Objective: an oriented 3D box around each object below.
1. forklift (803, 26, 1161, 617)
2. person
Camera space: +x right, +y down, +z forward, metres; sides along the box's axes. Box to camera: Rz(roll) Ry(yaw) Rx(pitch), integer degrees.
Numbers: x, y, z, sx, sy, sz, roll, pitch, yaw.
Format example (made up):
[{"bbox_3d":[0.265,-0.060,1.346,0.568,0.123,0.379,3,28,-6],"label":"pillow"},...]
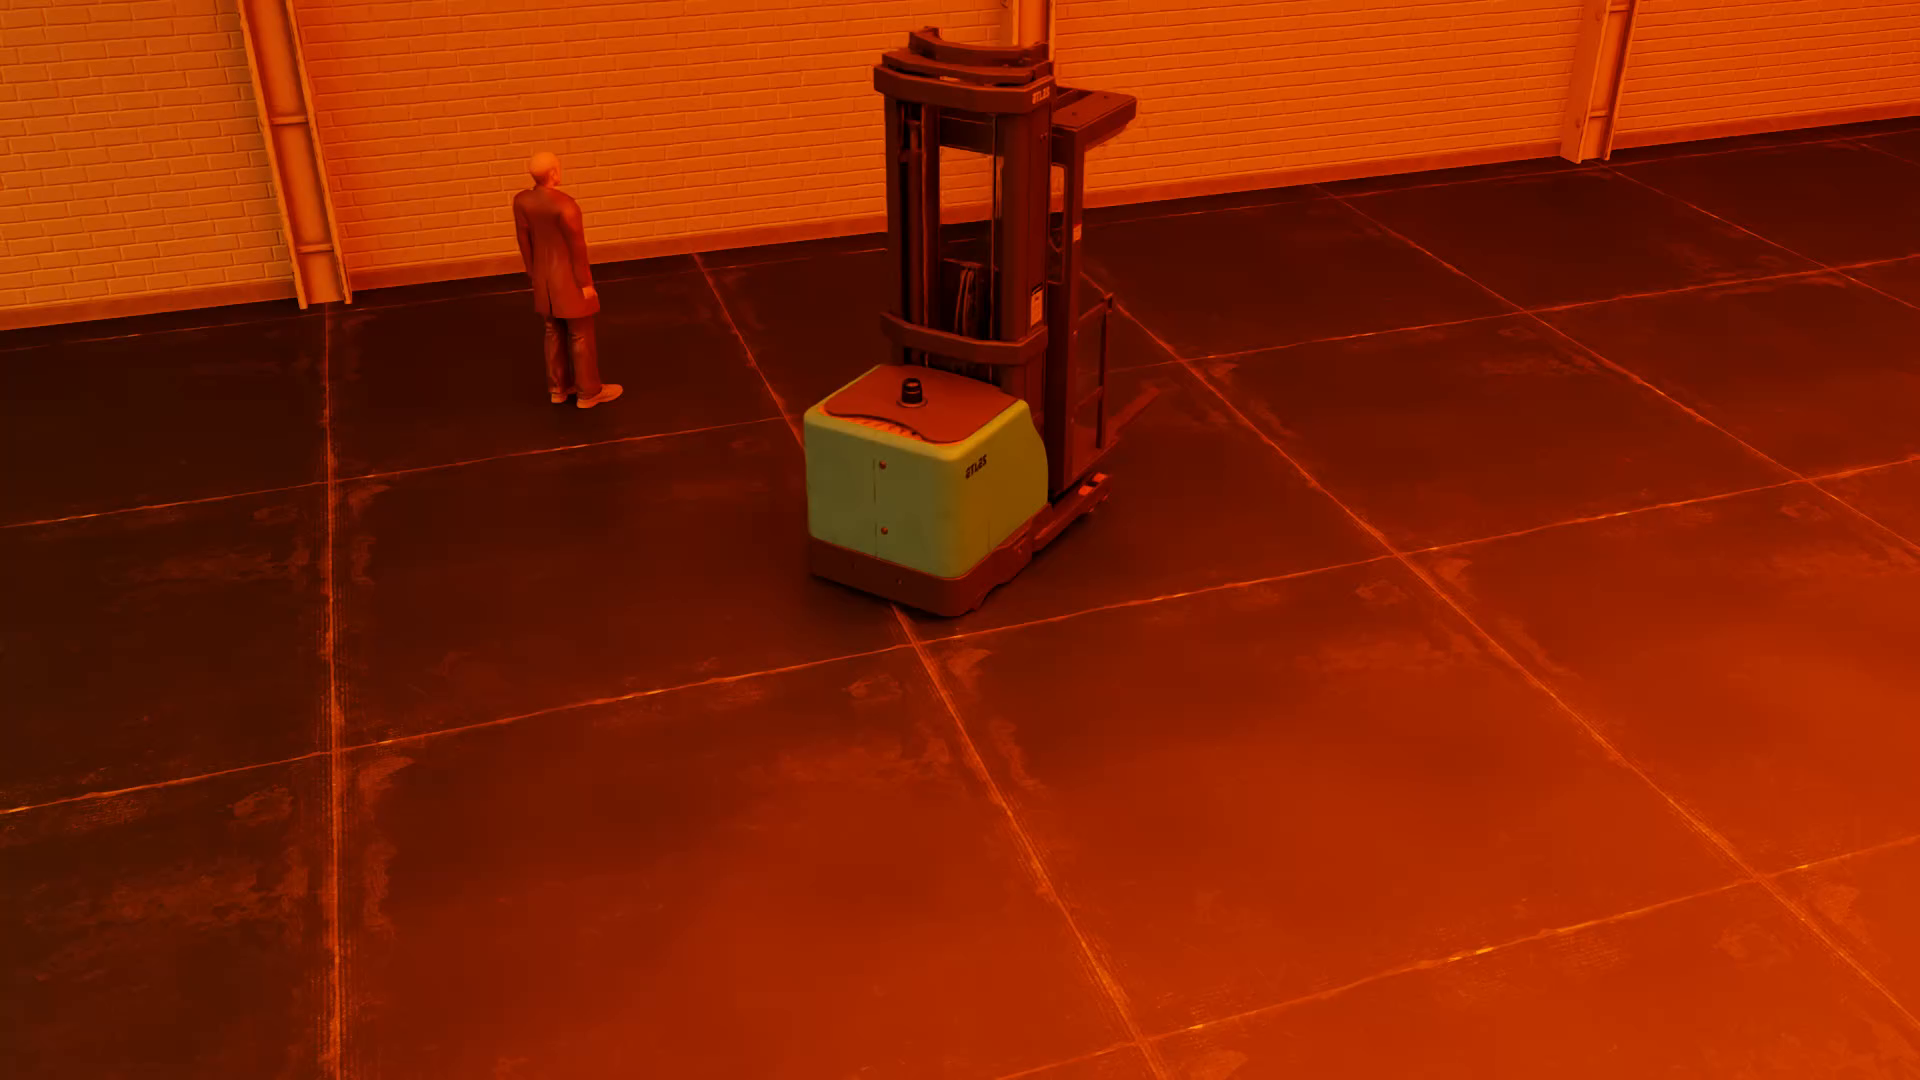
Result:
[{"bbox_3d":[0.310,-1.547,9.775,1.130,2.935,3.031,17,34,26],"label":"forklift"},{"bbox_3d":[-2.698,-1.788,11.347,0.547,1.782,0.389,14,33,23],"label":"person"}]
